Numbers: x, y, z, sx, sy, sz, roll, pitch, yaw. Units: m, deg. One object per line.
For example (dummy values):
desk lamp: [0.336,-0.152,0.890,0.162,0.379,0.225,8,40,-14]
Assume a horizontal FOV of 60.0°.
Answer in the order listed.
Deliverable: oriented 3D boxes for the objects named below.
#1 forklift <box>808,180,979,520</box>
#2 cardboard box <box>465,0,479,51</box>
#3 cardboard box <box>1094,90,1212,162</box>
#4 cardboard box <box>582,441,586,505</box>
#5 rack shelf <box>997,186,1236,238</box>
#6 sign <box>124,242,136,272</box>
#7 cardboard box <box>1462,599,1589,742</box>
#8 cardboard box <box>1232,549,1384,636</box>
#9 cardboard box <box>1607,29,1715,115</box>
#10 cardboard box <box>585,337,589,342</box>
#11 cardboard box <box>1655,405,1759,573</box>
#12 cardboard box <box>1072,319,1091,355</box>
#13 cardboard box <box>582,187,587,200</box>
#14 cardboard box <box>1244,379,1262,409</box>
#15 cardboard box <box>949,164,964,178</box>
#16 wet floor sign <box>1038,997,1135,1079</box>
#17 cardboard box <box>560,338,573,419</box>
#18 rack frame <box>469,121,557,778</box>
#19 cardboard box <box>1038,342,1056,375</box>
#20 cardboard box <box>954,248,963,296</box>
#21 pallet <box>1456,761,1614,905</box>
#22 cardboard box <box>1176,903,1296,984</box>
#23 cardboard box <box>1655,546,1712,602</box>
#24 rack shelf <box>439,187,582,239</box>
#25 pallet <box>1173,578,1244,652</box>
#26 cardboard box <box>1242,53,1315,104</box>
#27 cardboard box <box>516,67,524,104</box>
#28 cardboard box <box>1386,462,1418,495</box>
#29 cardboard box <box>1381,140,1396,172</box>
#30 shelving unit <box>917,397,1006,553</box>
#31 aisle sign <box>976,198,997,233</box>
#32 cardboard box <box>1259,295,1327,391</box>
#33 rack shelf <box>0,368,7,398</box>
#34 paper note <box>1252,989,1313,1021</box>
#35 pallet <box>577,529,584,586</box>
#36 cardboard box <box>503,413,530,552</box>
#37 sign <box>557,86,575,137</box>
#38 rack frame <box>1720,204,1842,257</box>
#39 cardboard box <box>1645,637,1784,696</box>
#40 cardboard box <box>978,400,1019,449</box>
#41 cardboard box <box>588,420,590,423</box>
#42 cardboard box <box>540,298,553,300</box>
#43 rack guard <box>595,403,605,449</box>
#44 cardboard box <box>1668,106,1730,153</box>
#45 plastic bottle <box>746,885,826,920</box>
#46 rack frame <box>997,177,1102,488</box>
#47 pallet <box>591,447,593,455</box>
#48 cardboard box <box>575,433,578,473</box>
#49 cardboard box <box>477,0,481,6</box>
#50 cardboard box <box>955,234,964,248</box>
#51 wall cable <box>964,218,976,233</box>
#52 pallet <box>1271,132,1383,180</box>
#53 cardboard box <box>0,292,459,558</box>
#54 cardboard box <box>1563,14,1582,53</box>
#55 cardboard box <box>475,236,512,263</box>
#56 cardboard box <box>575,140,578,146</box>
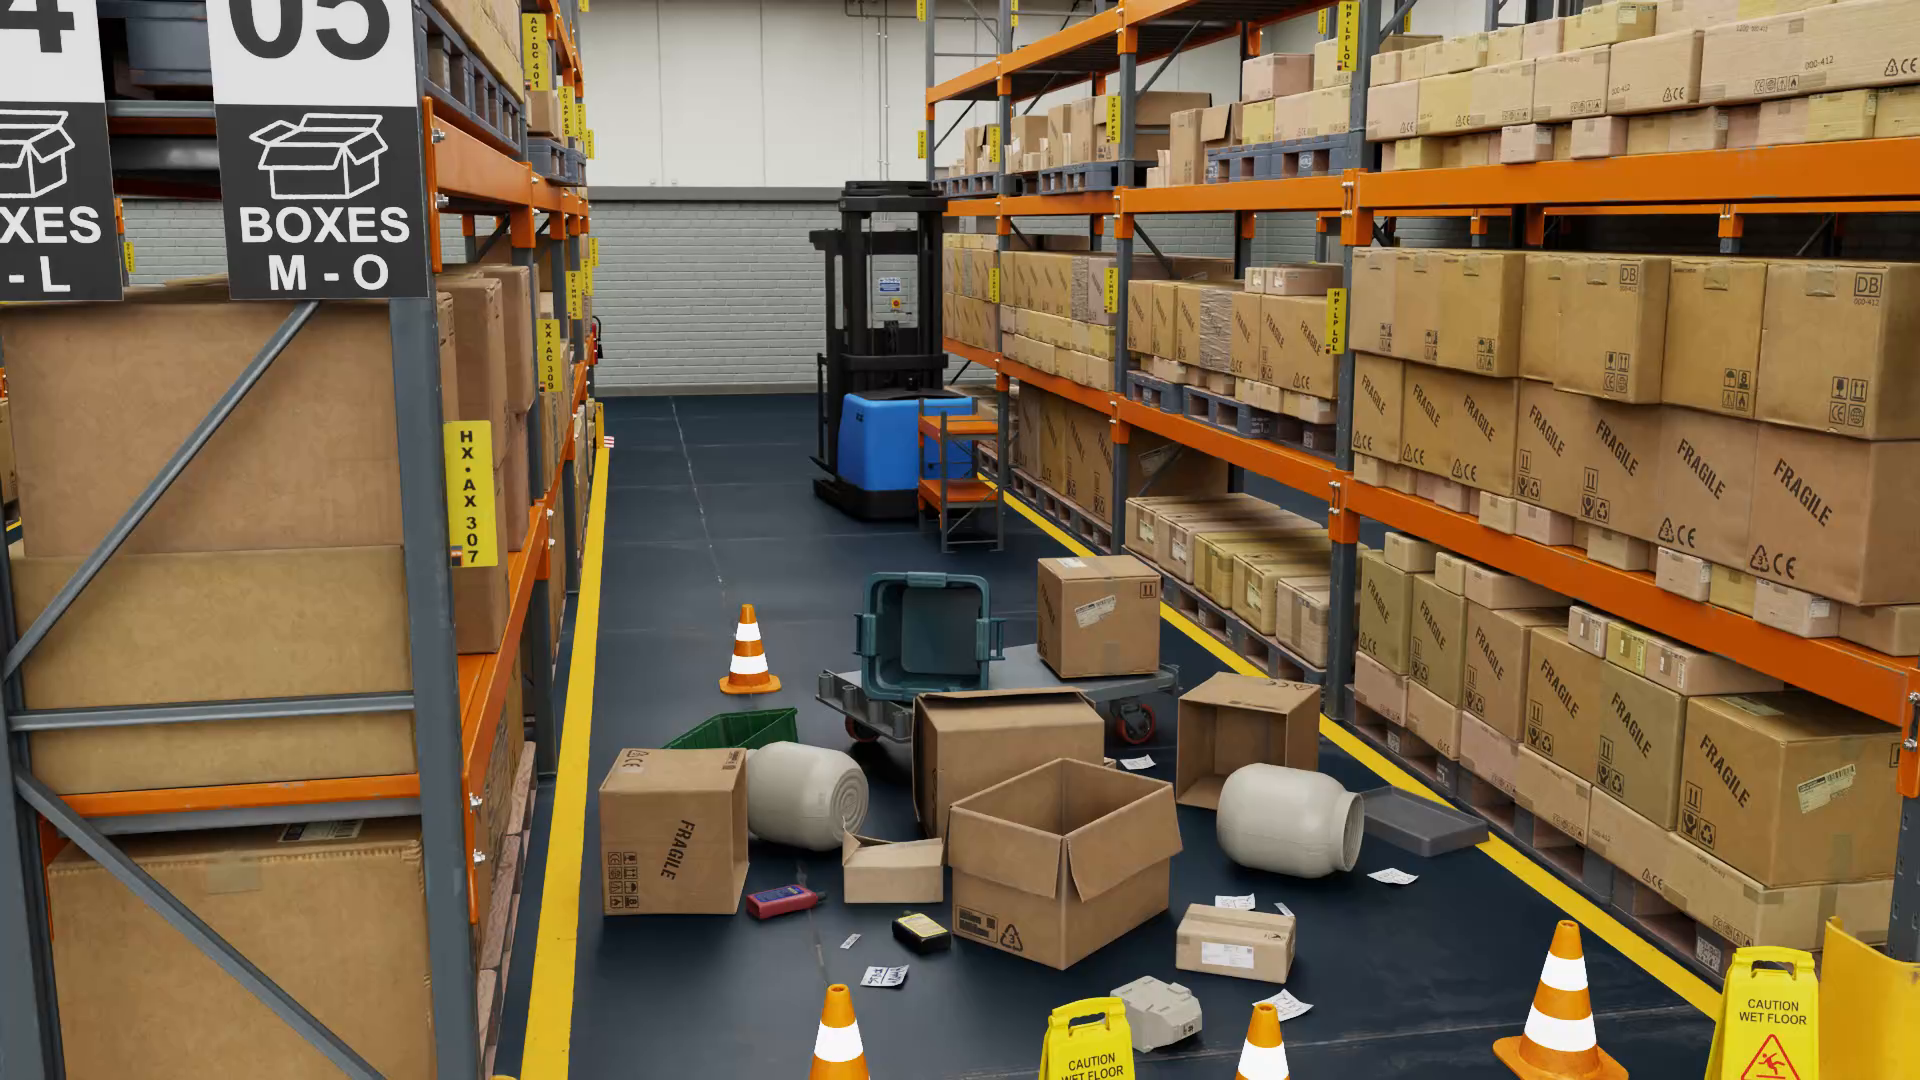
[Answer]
forklift: [-0.768,-1.847,15.560,1.130,2.935,3.031,-3,11,-18]
cardboard box: [-1.576,-1.483,4.725,0.380,0.149,0.250,-2,11,-11]
cardboard box: [1.431,-3.078,12.423,0.797,0.503,0.637,-3,11,-15]
cardboard box: [-3.471,-0.576,14.264,0.500,0.500,0.500,-2,11,-12]
rack shelf: [1.263,-2.771,14.132,1.077,0.370,4.000,-2,11,-11]
sign: [-9.089,-3.093,18.193,0.100,0.325,0.005,-2,11,-11]
cardboard box: [2.495,0.537,7.078,0.500,0.500,0.500,-2,11,-8]
cardboard box: [2.183,0.307,9.967,0.950,0.372,0.625,-1,11,-7]
cardboard box: [2.642,-1.634,5.840,0.500,0.250,0.500,-2,11,-9]
cardboard box: [-4.251,-2.241,18.120,0.380,0.149,0.250,-2,11,-9]
cardboard box: [2.740,-0.193,5.626,0.500,0.500,0.500,-2,11,-11]
cardboard box: [1.206,-1.629,13.297,0.500,0.250,0.500,-2,11,-12]
cardboard box: [-4.079,-3.597,16.950,0.500,0.250,0.500,-2,11,-8]
cardboard box: [1.887,-0.859,9.735,0.380,0.149,0.250,-2,11,-11]
cardboard box: [0.082,-4.148,18.729,0.380,0.149,0.250,-2,11,-9]
wet floor sign: [0.320,1.472,4.236,0.267,0.644,0.232,-4,12,-21]
cardboard box: [-2.832,-1.061,10.983,0.500,0.500,0.500,-2,11,-11]
rack frame: [-2.406,-0.351,7.520,1.000,3.000,0.127,-2,11,-11]
cardboard box: [0.975,-1.572,14.333,0.500,0.250,0.500,-2,11,-12]
cardboard box: [0.223,-2.913,18.035,0.500,0.500,0.500,-2,11,-11]
pallet: [2.836,1.166,7.006,1.003,0.211,1.213,-2,11,-11]
cardboard box: [0.972,1.417,5.852,0.380,0.149,0.250,4,11,18]
cardboard box: [2.659,0.110,5.768,0.380,0.149,0.250,-2,11,-10]
rack shelf: [-3.572,-2.572,13.089,1.077,0.370,4.000,-2,11,-11]
pallet: [2.037,0.453,10.752,1.003,0.211,1.213,-2,11,-11]
cardboard box: [1.973,-2.690,9.724,0.500,0.250,0.500,-2,11,-10]
cardboard box: [-2.021,-1.902,6.925,0.380,0.149,0.250,-2,11,-11]
cardboard box: [2.277,-0.313,7.989,0.380,0.149,0.250,-2,11,-9]
cardboard box: [2.249,-1.833,7.956,0.380,0.149,0.250,-2,11,-12]
shelving unit: [-0.001,-0.554,13.598,0.538,1.125,1.048,-2,11,-11]
aisle sign: [0.386,-4.052,20.012,0.394,0.787,0.004,-2,11,-11]
cardboard box: [2.018,-1.119,9.366,0.500,0.500,0.500,-2,11,-11]
rack shelf: [-8.457,-0.937,12.519,1.077,0.370,4.000,-2,11,-11]
paper note: [1.072,1.541,5.517,0.148,0.019,0.142,-6,13,-31]
pallet: [-3.334,0.141,12.389,1.003,0.211,1.213,-2,11,-11]
cardboard box: [-2.193,-0.258,6.627,0.875,0.550,0.550,-2,11,-11]
sign: [-2.637,-2.870,11.137,0.100,0.325,0.005,-2,11,-11]
rack frame: [6.521,-1.465,13.370,1.000,3.000,0.127,-2,11,-11]
cardboard box: [2.659,0.439,5.859,0.380,0.149,0.250,-2,11,-9]
cardboard box: [0.683,-1.248,17.961,0.875,0.438,0.875,-2,11,-13]
cardboard box: [-4.109,-1.180,17.581,0.380,0.149,0.250,-2,11,-8]
cardboard box: [-3.439,-1.888,13.552,0.380,0.149,0.250,-3,11,-14]
rack guard: [-4.725,-1.310,19.244,1.175,0.500,0.348,-2,11,-11]
cardboard box: [2.687,-1.409,5.726,0.380,0.149,0.250,-2,11,-11]
plastic bottle: [-0.659,1.371,6.332,0.283,0.061,0.133,-6,13,-31]
rack frame: [0.874,-2.017,16.272,1.000,3.000,0.127,-2,11,-11]
pallet: [-4.601,-1.018,18.481,1.003,0.211,1.213,-2,11,-11]
cardboard box: [-3.179,-0.660,12.698,0.500,0.250,0.500,-2,11,-12]
cardboard box: [-1.668,-1.703,4.812,0.500,0.250,0.500,-2,11,-11]
cardboard box: [0.154,-3.249,18.066,0.380,0.149,0.250,-2,11,-12]
wall cable: [0.366,-4.337,25.743,0.588,1.984,0.122,-2,11,-11]
pallet: [2.415,-2.048,8.916,1.213,0.211,1.003,-2,11,-11]
cardboard box: [-1.662,-0.291,3.916,0.875,0.550,0.550,-2,11,-11]
cardboard box: [2.555,-1.940,6.384,0.380,0.149,0.250,-2,11,-10]
cardboard box: [-4.318,-2.581,15.500,0.500,0.500,0.500,-3,11,-13]
cardboard box: [-3.989,-3.965,16.481,0.380,0.149,0.250,-2,11,-8]
